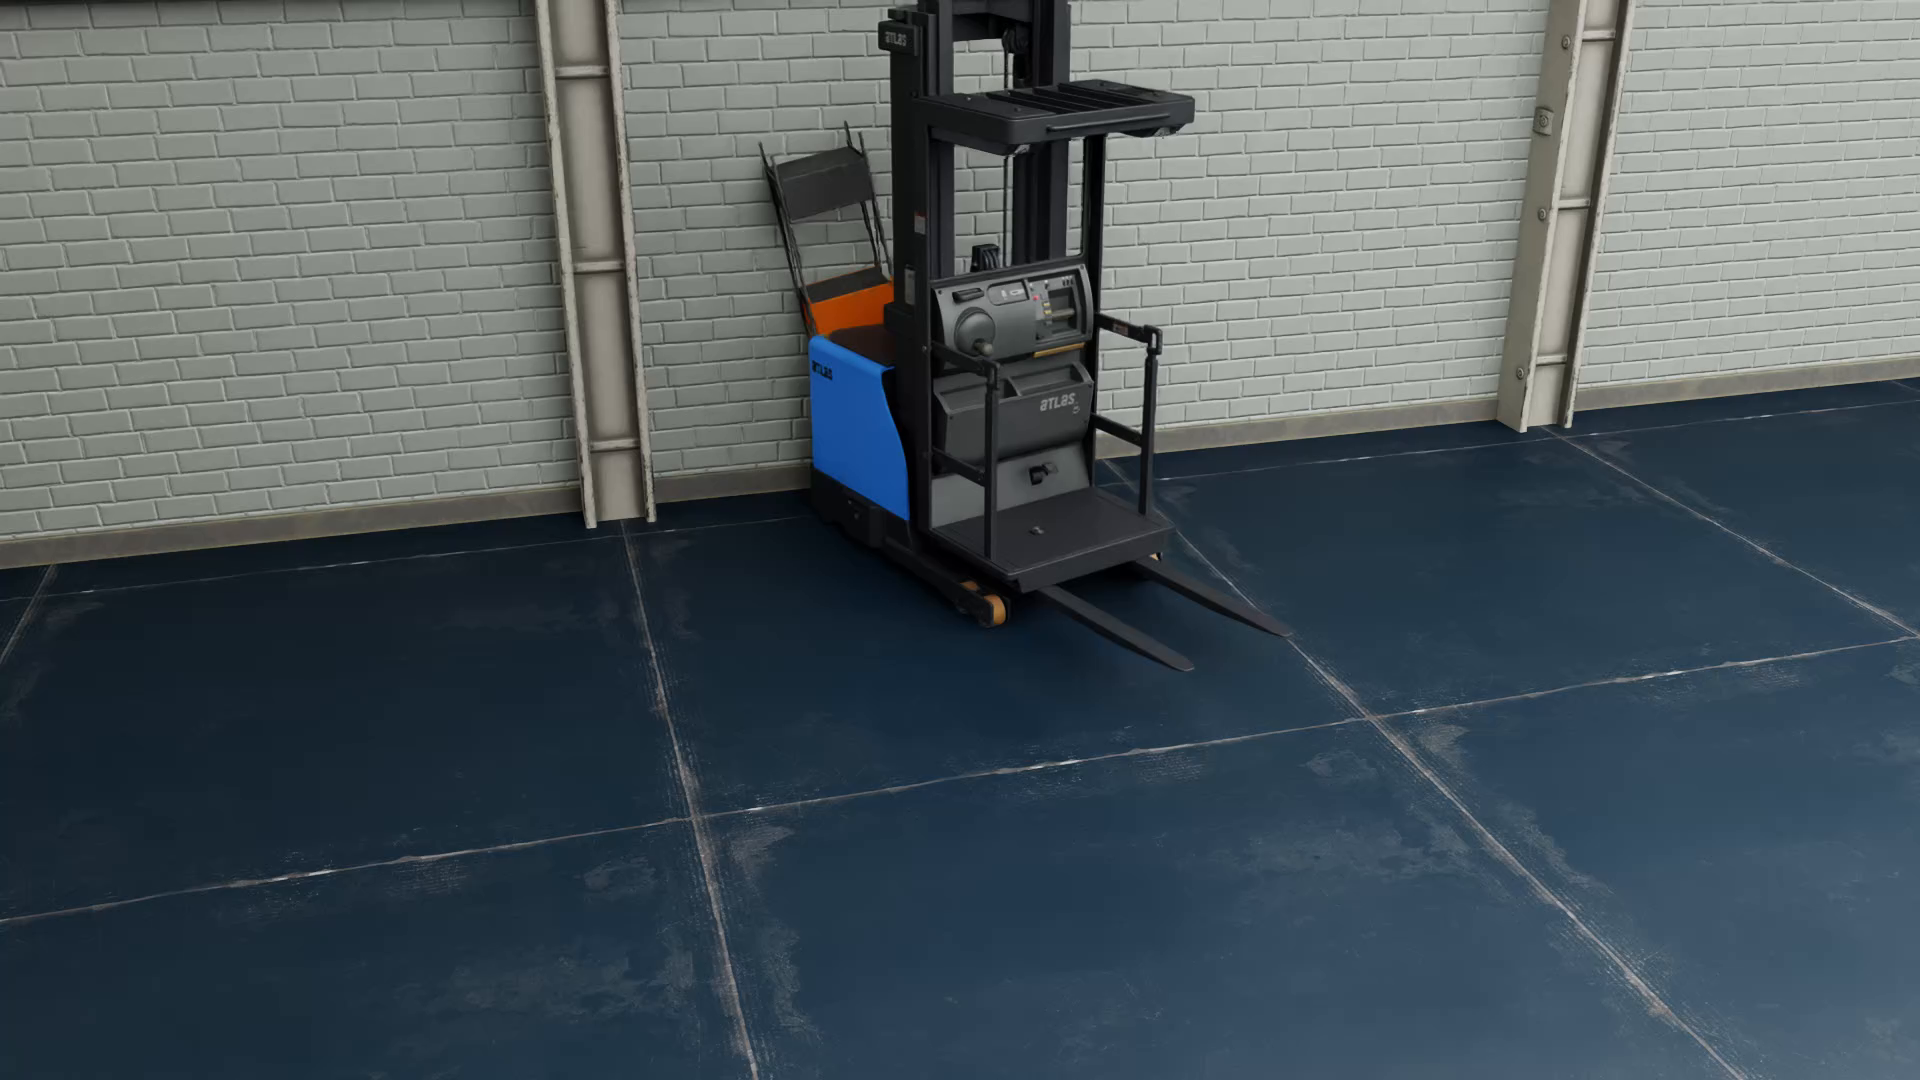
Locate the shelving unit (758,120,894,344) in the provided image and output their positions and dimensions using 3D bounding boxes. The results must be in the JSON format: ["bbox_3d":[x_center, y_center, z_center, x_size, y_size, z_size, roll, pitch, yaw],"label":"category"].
[{"bbox_3d":[-0.610,-1.245,9.415,0.503,2.100,0.431,-17,26,-10],"label":"shelving unit"}]

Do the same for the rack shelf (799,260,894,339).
[{"bbox_3d":[-0.607,-1.233,9.421,0.480,0.518,0.431,-17,26,-10],"label":"rack shelf"}]

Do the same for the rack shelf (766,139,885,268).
[{"bbox_3d":[-0.743,-1.849,9.117,0.480,0.518,0.431,-17,26,-10],"label":"rack shelf"}]

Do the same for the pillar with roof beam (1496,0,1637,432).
[{"bbox_3d":[4.976,-3.285,5.494,0.400,9.000,9.100,-6,24,-14],"label":"pillar with roof beam"}]

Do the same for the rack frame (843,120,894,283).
[{"bbox_3d":[-0.380,-1.316,9.456,0.015,2.100,0.400,-17,26,-10],"label":"rack frame"}]

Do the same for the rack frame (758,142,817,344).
[{"bbox_3d":[-0.840,-1.174,9.374,0.015,2.100,0.400,-17,26,-10],"label":"rack frame"}]

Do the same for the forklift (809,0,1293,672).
[{"bbox_3d":[0.401,-1.127,8.159,1.130,2.935,3.031,-15,28,-32],"label":"forklift"}]
